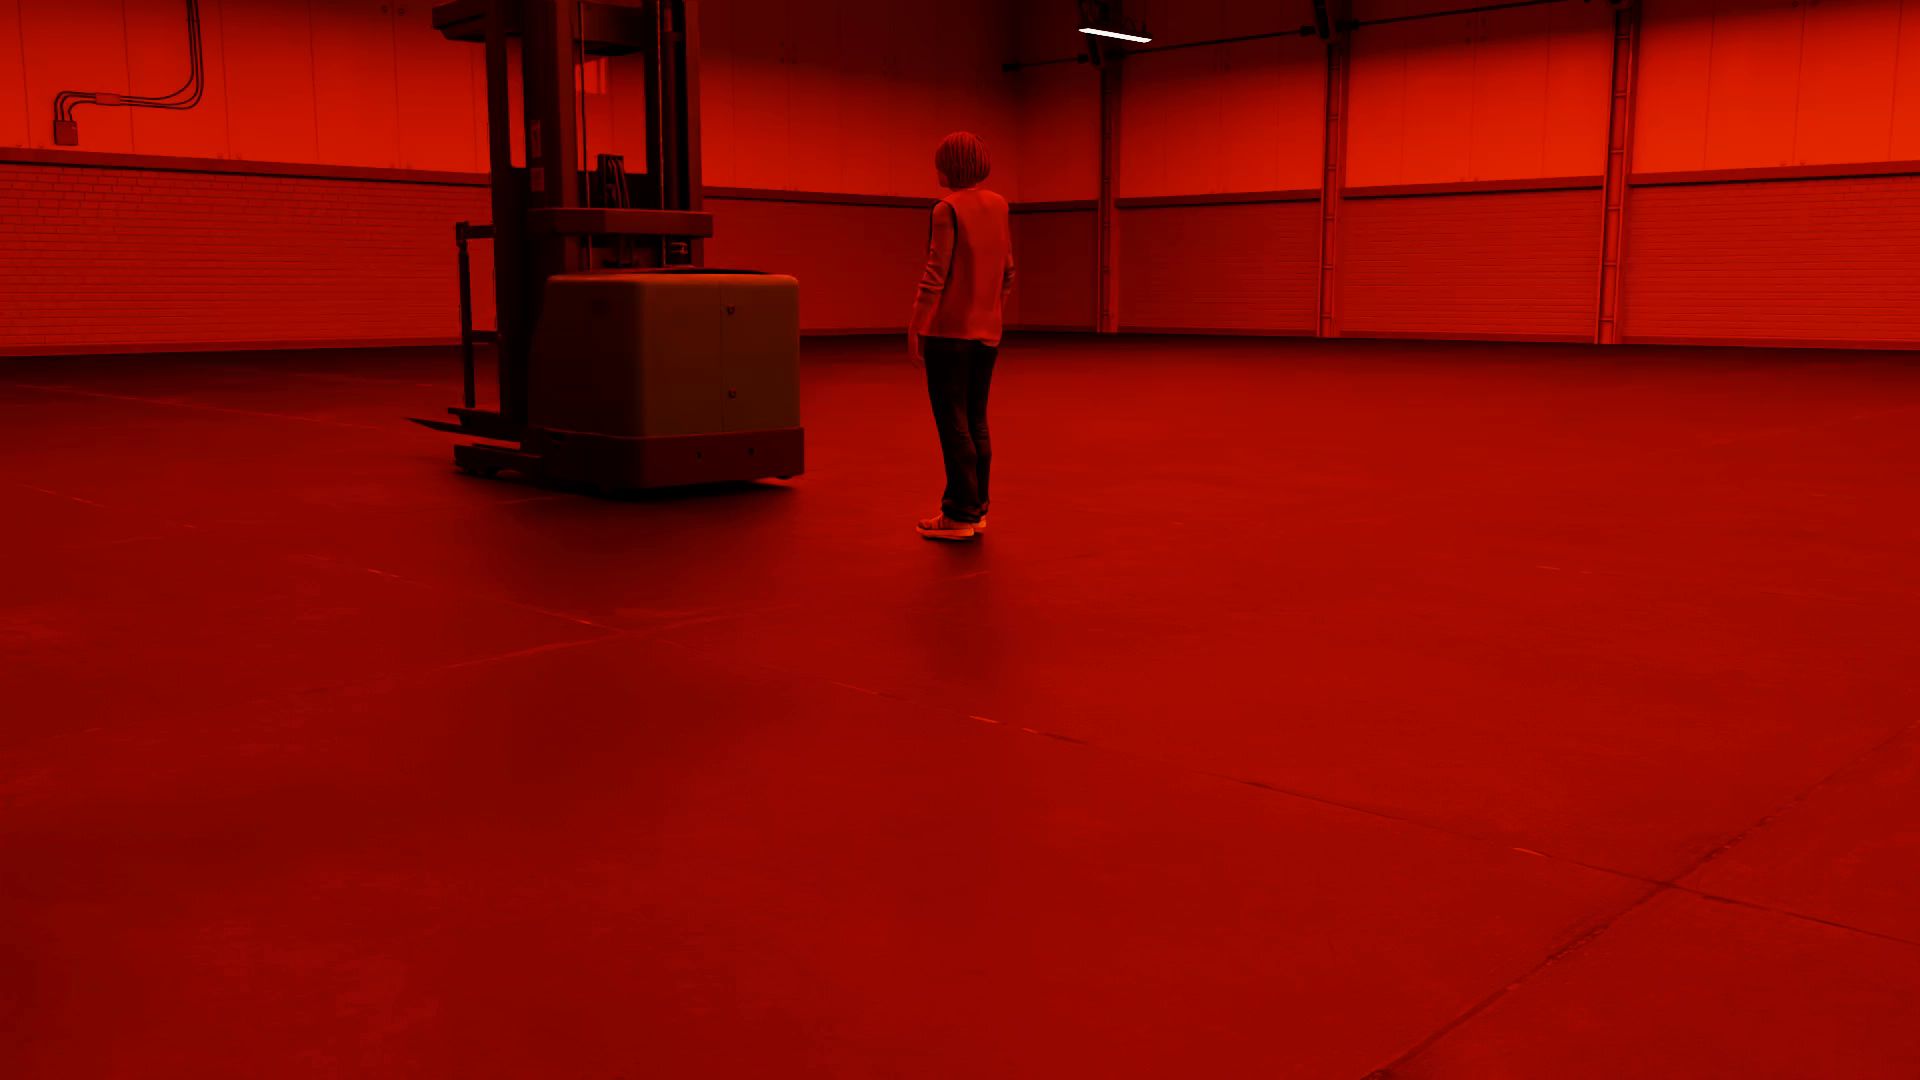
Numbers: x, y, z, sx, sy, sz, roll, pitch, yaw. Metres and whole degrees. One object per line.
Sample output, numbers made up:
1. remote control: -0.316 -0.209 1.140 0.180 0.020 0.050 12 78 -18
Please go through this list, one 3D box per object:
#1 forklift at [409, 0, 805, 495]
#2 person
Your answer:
1. forklift: -2.133 -1.835 9.061 1.130 2.935 3.031 -7 11 -40
2. person: -0.044 -0.807 6.659 0.473 1.599 0.520 8 12 43
